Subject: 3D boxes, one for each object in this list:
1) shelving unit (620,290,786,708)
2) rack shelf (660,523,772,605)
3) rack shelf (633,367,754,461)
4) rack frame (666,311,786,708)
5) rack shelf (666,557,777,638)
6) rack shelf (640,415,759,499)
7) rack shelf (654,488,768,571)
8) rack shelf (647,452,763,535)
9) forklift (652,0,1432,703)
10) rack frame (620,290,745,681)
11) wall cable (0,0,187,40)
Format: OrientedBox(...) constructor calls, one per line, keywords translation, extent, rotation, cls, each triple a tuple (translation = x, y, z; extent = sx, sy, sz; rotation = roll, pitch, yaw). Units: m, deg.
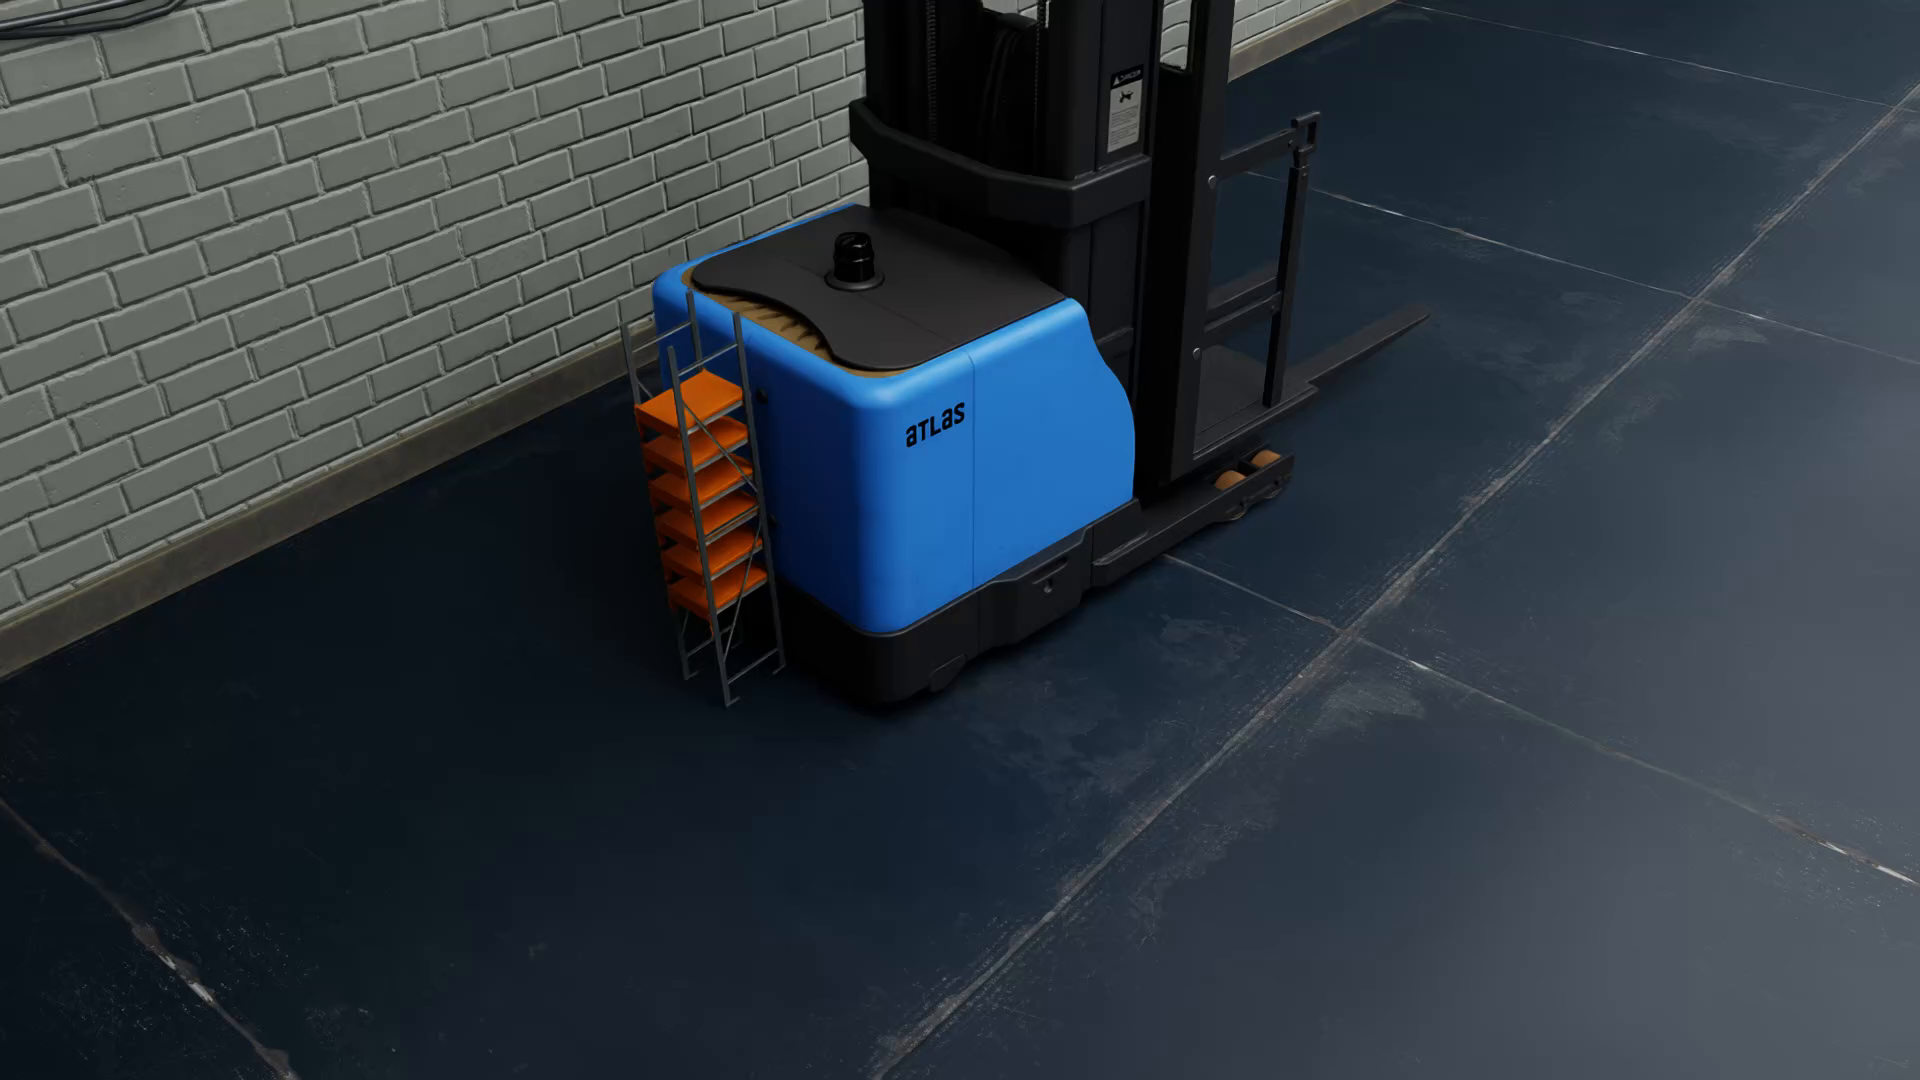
OrientedBox(translation=(-0.692, -0.083, 4.598), extent=(0.189, 1.200, 0.258), rotation=(27, 46, 33), cls="shelving unit")
OrientedBox(translation=(-0.686, 0.048, 4.696), extent=(0.180, 0.103, 0.258), rotation=(27, 46, 33), cls="rack shelf")
OrientedBox(translation=(-0.704, -0.336, 4.410), extent=(0.180, 0.103, 0.258), rotation=(27, 46, 33), cls="rack shelf")
OrientedBox(translation=(-0.624, -0.049, 4.547), extent=(0.006, 1.200, 0.240), rotation=(27, 46, 33), cls="rack frame")
OrientedBox(translation=(-0.682, 0.145, 4.768), extent=(0.180, 0.103, 0.258), rotation=(27, 46, 33), cls="rack shelf")
OrientedBox(translation=(-0.700, -0.240, 4.481), extent=(0.180, 0.103, 0.258), rotation=(27, 46, 33), cls="rack shelf")
OrientedBox(translation=(-0.691, -0.048, 4.624), extent=(0.180, 0.103, 0.258), rotation=(27, 46, 33), cls="rack shelf")
OrientedBox(translation=(-0.695, -0.144, 4.553), extent=(0.180, 0.103, 0.258), rotation=(27, 46, 33), cls="rack shelf")
OrientedBox(translation=(0.512, -1.465, 5.093), extent=(3.031, 2.935, 1.130), rotation=(-28, 44, -35), cls="forklift")
OrientedBox(translation=(-0.760, -0.118, 4.648), extent=(0.006, 1.200, 0.240), rotation=(27, 46, 33), cls="rack frame")
OrientedBox(translation=(-2.978, -1.924, 3.144), extent=(0.112, 2.526, 3.097), rotation=(25, 42, 32), cls="wall cable")
